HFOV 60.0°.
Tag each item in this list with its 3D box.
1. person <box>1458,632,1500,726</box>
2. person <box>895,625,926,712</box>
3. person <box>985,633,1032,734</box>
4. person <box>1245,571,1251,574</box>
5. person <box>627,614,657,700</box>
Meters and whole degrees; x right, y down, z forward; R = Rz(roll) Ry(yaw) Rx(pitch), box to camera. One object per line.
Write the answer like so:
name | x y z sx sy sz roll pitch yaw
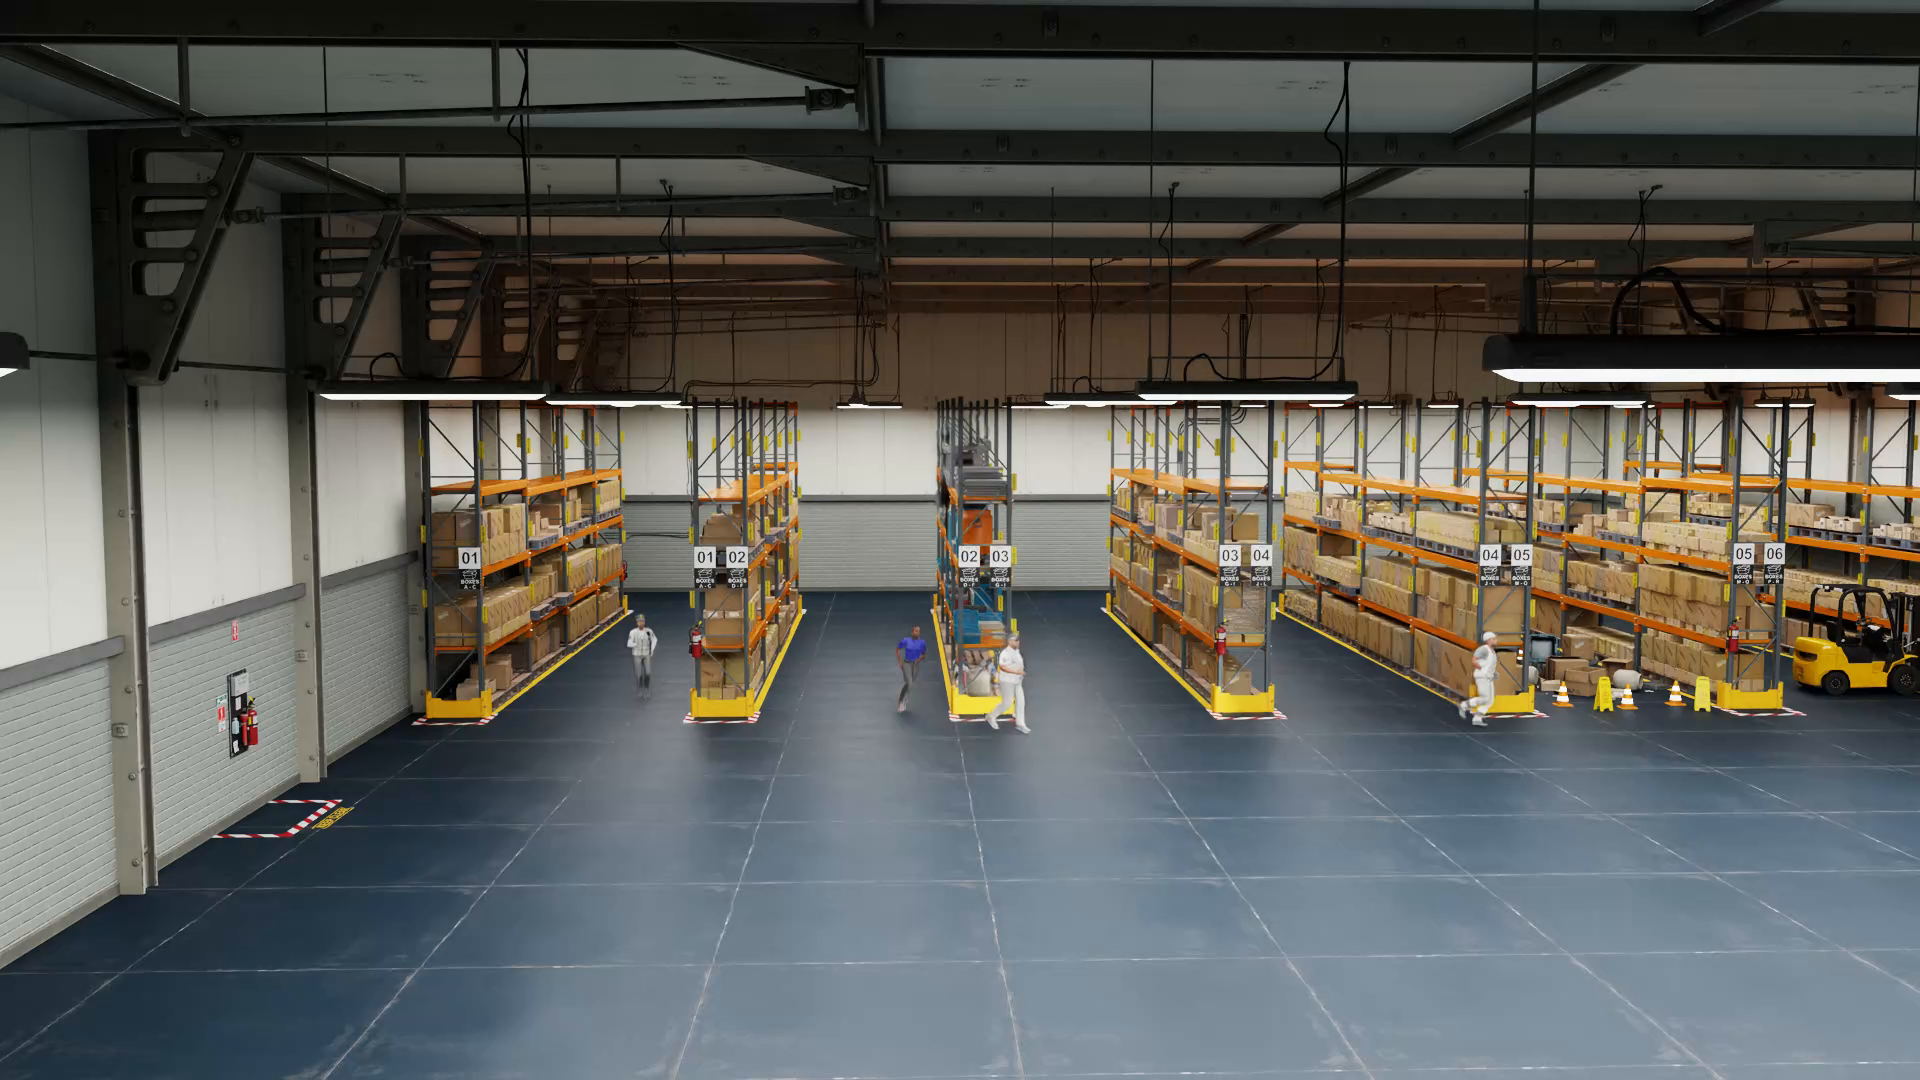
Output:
person | 9.555 2.524 30.504 0.626 1.692 0.715 4 6 43
person | -0.939 2.464 31.864 0.587 1.648 0.642 -2 5 -23
person | 0.892 2.544 29.757 0.869 1.808 0.686 3 5 31
person | 7.956 1.276 47.018 0.769 1.741 0.700 0 4 -3
person | -6.311 2.331 33.084 0.594 1.712 0.638 -1 5 -14
